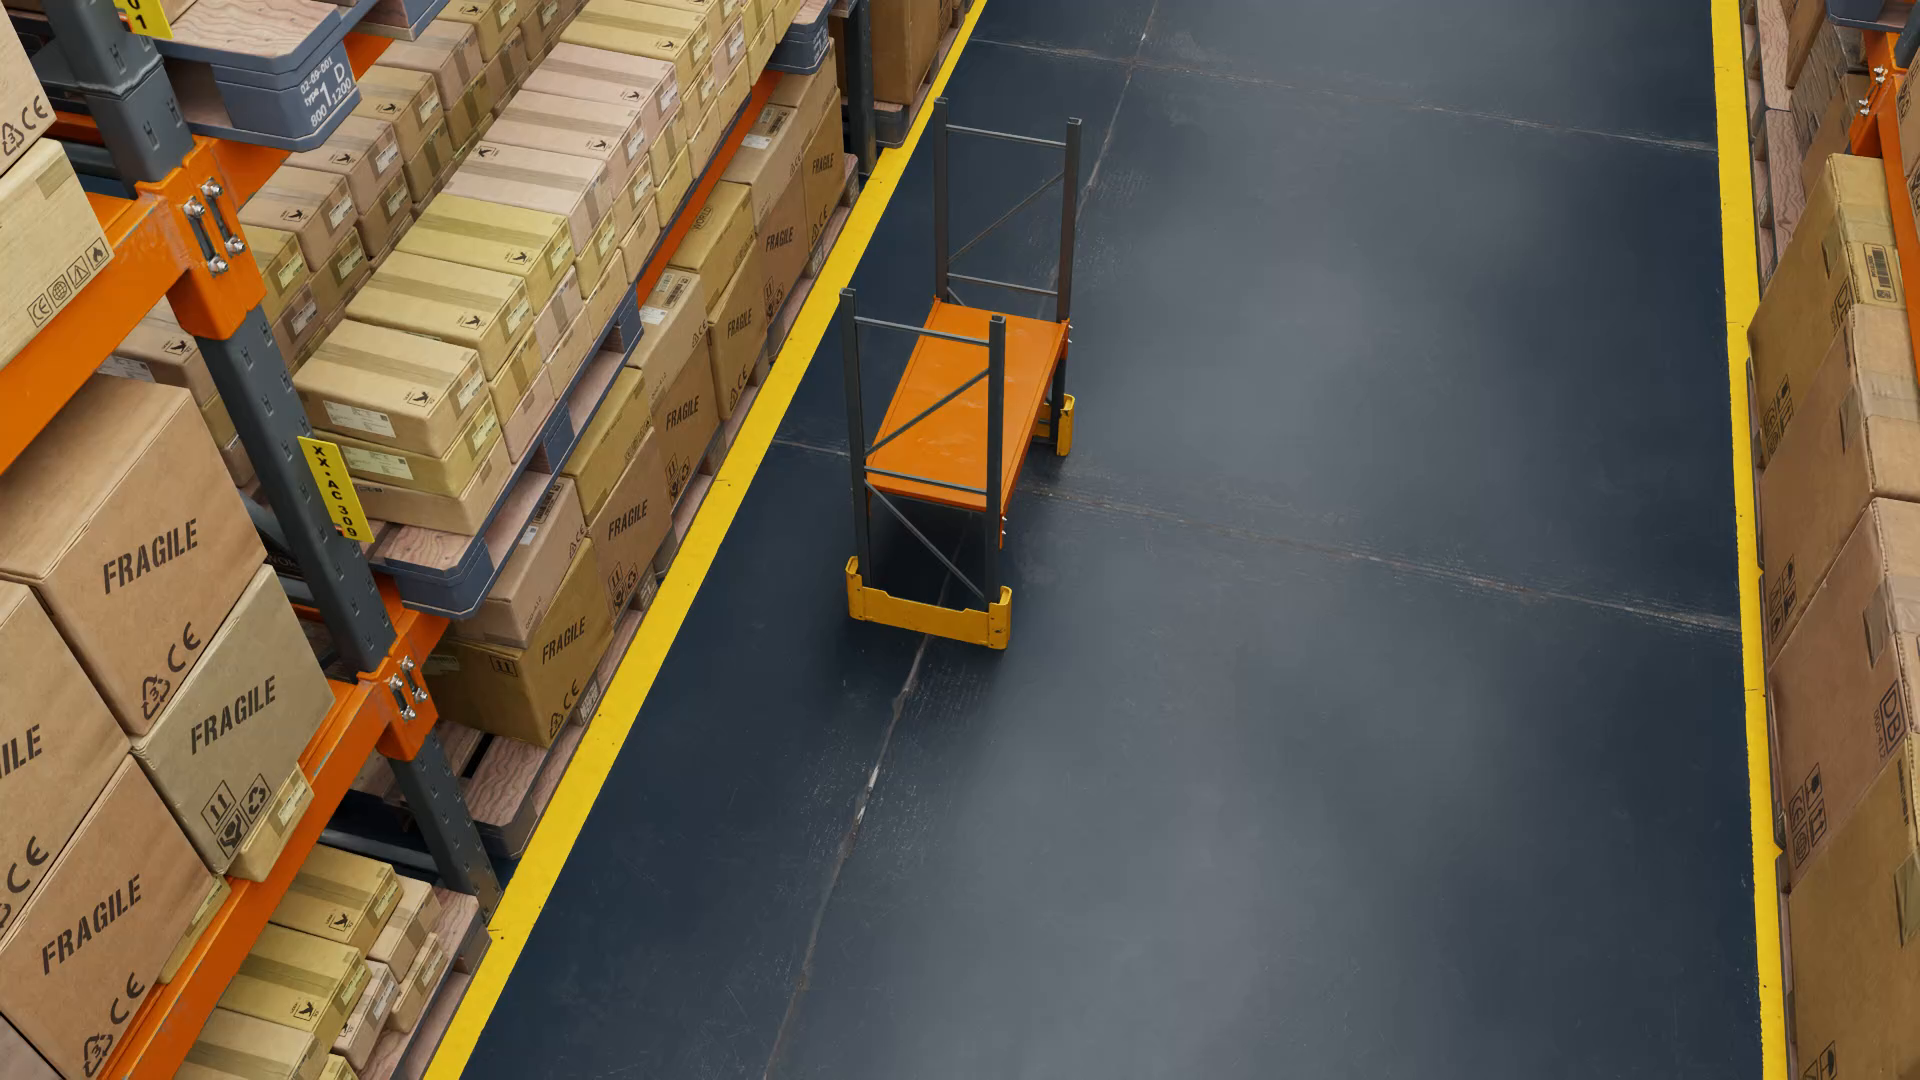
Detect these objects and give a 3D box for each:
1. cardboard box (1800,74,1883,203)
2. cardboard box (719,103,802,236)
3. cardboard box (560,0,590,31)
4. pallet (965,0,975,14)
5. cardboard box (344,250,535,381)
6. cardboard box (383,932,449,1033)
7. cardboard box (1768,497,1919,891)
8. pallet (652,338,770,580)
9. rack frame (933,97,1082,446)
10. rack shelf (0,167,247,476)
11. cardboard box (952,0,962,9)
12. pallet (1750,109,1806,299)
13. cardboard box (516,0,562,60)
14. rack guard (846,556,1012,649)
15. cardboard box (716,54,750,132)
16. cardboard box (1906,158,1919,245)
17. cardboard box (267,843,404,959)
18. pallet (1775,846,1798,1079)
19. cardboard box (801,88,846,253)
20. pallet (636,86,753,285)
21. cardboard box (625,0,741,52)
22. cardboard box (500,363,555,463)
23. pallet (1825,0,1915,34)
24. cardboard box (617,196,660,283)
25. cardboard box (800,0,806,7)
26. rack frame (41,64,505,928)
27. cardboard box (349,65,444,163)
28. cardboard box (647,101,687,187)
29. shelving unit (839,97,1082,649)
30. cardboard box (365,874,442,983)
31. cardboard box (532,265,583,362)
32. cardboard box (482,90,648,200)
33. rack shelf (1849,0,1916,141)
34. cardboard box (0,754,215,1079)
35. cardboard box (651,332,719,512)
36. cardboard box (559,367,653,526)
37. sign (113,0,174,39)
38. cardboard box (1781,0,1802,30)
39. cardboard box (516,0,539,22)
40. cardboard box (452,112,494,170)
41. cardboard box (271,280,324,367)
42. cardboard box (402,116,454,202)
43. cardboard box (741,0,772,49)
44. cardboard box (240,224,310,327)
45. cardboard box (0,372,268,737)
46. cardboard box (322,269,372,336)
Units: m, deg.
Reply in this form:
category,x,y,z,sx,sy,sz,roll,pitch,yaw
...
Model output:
category,x,y,z,sx,sy,sz,roll,pitch,yaw
cardboard box,4.028,-1.574,7.012,0.700,0.500,0.500,9,49,8
cardboard box,-0.937,-1.465,6.429,0.500,0.250,0.500,12,50,11
cardboard box,-1.478,-1.813,5.737,0.380,0.149,0.250,13,50,11
pallet,-0.284,-3.331,9.049,1.003,0.211,1.213,12,50,10
cardboard box,-1.325,-0.576,4.248,0.380,0.149,0.250,13,50,11
cardboard box,-1.715,1.230,4.786,0.380,0.149,0.250,12,50,11
cardboard box,3.202,0.577,4.877,1.225,0.875,0.875,10,49,9
pallet,-1.417,-0.452,6.508,1.003,0.211,1.213,12,50,10
rack frame,0.156,-0.926,6.067,0.500,1.500,0.032,12,50,10
rack shelf,-2.466,0.766,2.052,1.077,0.370,4.000,12,50,10
cardboard box,-0.413,-3.269,8.355,1.050,0.750,0.750,12,50,11
pallet,4.078,-1.409,7.353,1.003,0.211,1.213,12,50,10
cardboard box,-1.546,-1.732,5.467,0.380,0.149,0.250,11,50,10
rack guard,-0.111,0.222,5.887,0.587,0.250,0.087,12,50,10
cardboard box,-0.916,-1.501,5.461,0.380,0.149,0.250,13,50,11
cardboard box,3.347,-1.129,5.179,0.500,0.500,0.500,10,49,9
cardboard box,-1.783,0.990,4.600,0.380,0.149,0.250,13,50,11
pallet,2.949,1.476,4.807,1.003,0.211,1.213,12,50,10
cardboard box,-0.808,-1.603,7.051,0.500,0.500,0.500,11,50,10
pallet,-1.369,-1.316,5.538,1.003,0.211,1.213,12,50,10
cardboard box,-0.916,-1.692,5.233,0.380,0.149,0.250,14,50,12
cardboard box,-1.325,-0.377,4.470,0.380,0.149,0.250,12,50,11
pallet,3.956,-2.240,6.354,1.213,0.211,1.003,12,50,10
cardboard box,-1.122,-0.923,4.951,0.380,0.149,0.250,10,49,8
cardboard box,-0.708,-2.062,5.957,0.380,0.149,0.250,12,50,11
rack frame,-1.940,0.074,4.184,1.000,3.000,0.127,12,50,10
cardboard box,-1.746,-1.255,4.848,0.380,0.149,0.250,10,49,9
cardboard box,-1.052,-1.224,5.019,0.380,0.149,0.250,11,49,9
shelving unit,0.020,-0.551,5.736,0.587,1.500,1.083,12,50,10
cardboard box,-1.716,1.071,4.727,0.380,0.149,0.250,12,50,11
cardboard box,-1.259,-0.649,4.511,0.380,0.149,0.250,13,50,11
cardboard box,-1.120,-1.126,4.734,0.380,0.149,0.250,11,50,10
rack shelf,4.398,-2.976,7.356,1.077,0.370,4.000,12,50,10
cardboard box,-1.933,0.724,3.346,0.500,0.500,0.500,10,49,9
cardboard box,-1.227,-0.484,6.064,0.500,0.500,0.500,12,50,11
cardboard box,-1.353,-0.354,5.449,0.500,0.250,0.500,13,50,11
sign,-1.414,-0.988,2.776,0.100,0.325,0.005,12,50,10
cardboard box,4.451,-2.793,8.088,0.700,0.500,0.500,8,49,7
cardboard box,-1.540,-1.825,5.350,0.380,0.149,0.250,13,50,11
cardboard box,-1.687,-1.251,5.241,0.380,0.149,0.250,14,50,12
cardboard box,-1.958,-0.598,4.466,0.380,0.149,0.250,12,50,10
cardboard box,-1.752,-1.163,4.965,0.380,0.149,0.250,9,49,8
cardboard box,-0.847,-1.781,5.511,0.380,0.149,0.250,11,50,10
cardboard box,-1.953,-0.702,4.360,0.380,0.149,0.250,10,49,9
cardboard box,-1.803,0.005,3.313,0.500,0.500,0.500,10,49,9
cardboard box,-1.891,-0.676,4.733,0.380,0.149,0.250,11,50,10
